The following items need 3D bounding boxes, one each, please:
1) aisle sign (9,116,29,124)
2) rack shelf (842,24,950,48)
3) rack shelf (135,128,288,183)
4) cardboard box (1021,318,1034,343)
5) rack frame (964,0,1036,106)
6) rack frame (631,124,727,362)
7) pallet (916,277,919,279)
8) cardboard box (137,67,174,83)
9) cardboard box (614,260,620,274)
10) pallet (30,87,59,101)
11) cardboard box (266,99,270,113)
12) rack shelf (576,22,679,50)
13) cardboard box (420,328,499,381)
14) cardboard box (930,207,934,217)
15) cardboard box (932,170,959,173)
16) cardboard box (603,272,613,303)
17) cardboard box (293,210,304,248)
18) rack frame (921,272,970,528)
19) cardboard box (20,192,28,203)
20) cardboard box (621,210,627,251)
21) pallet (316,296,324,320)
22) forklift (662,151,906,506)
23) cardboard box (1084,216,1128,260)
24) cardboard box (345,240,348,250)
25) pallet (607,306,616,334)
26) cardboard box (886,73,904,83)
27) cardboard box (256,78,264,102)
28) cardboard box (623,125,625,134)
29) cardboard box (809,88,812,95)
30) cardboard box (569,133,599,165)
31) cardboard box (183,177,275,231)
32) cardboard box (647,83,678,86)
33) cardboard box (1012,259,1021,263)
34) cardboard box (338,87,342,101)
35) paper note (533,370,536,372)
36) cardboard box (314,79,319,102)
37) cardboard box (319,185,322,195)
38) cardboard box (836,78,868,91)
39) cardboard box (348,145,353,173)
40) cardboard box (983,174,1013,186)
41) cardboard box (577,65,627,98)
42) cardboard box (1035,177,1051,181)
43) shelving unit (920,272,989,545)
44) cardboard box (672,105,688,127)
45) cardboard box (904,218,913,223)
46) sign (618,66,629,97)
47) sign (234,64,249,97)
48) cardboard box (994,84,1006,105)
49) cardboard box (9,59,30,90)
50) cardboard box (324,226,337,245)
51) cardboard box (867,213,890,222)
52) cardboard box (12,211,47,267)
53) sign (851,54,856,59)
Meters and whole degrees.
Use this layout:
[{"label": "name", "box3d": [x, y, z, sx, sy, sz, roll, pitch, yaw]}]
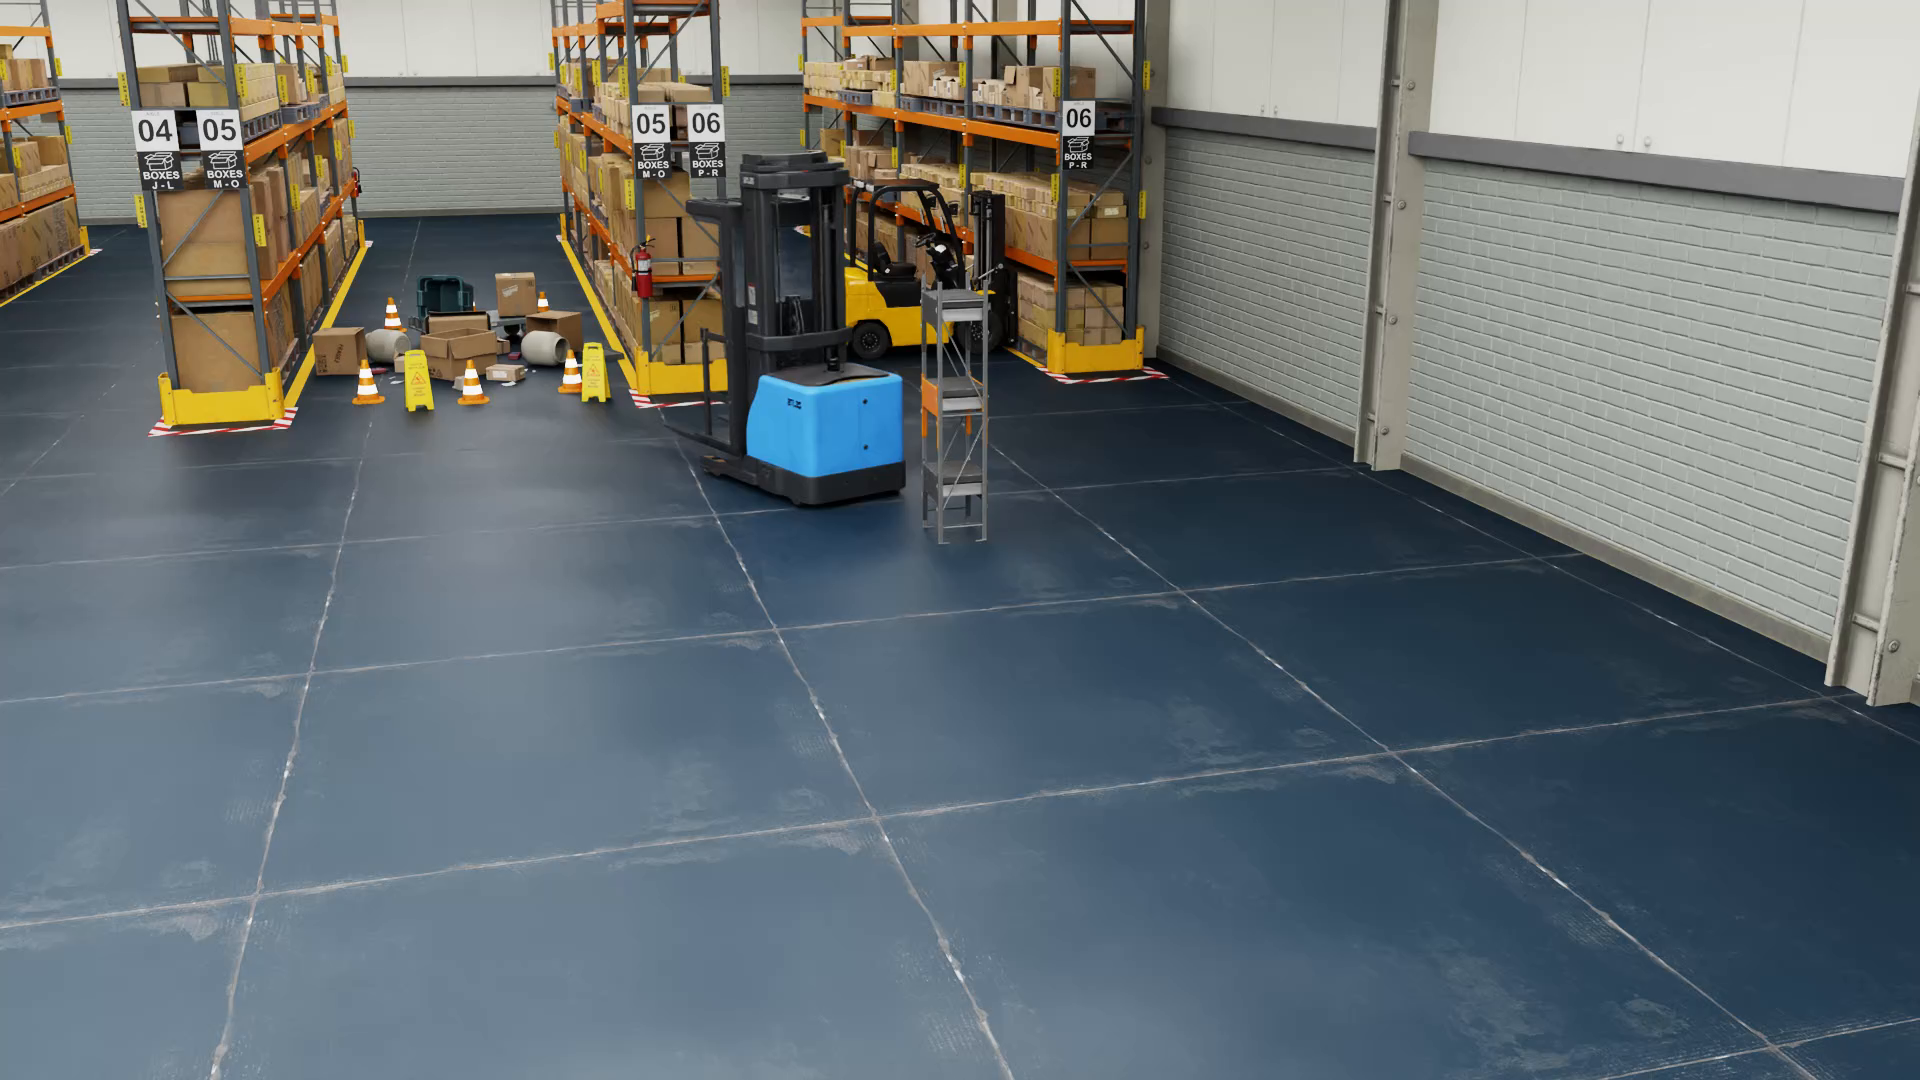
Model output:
[{"label": "aisle sign", "box3d": [-17.349, -8.039, 30.480, 0.394, 0.787, 0.004, -5, 17, -15]}, {"label": "rack shelf", "box3d": [-1.092, -8.652, 28.558, 1.077, 0.370, 4.000, -5, 17, -15]}, {"label": "rack shelf", "box3d": [-8.396, -4.381, 18.860, 1.077, 0.370, 4.000, -5, 17, -15]}, {"label": "cardboard box", "box3d": [1.096, -2.676, 21.197, 0.500, 0.250, 0.500, -5, 17, -15]}, {"label": "rack frame", "box3d": [0.557, -7.528, 22.872, 1.000, 3.000, 0.127, -5, 17, -15]}, {"label": "rack frame", "box3d": [-3.115, -3.155, 18.742, 1.000, 3.000, 0.127, -5, 17, -15]}, {"label": "pallet", "box3d": [-0.353, -4.195, 27.051, 1.003, 0.211, 1.213, -5, 17, -15]}, {"label": "cardboard box", "box3d": [-8.265, -4.749, 16.982, 0.380, 0.149, 0.250, -5, 17, -15]}, {"label": "cardboard box", "box3d": [-4.335, -3.592, 21.814, 0.380, 0.149, 0.250, -4, 17, -14]}, {"label": "pallet", "box3d": [-16.826, -7.987, 29.768, 1.003, 0.211, 1.213, -5, 17, -15]}, {"label": "cardboard box", "box3d": [-8.259, -5.051, 19.373, 0.380, 0.149, 0.250, -4, 17, -14]}, {"label": "rack shelf", "box3d": [-4.764, -7.152, 23.565, 1.077, 0.370, 4.000, -5, 17, -15]}, {"label": "cardboard box", "box3d": [-6.032, -2.245, 20.052, 0.637, 0.503, 0.797, 11, 20, 32]}, {"label": "cardboard box", "box3d": [-0.232, -5.123, 25.552, 0.500, 0.250, 0.500, -4, 17, -13]}, {"label": "cardboard box", "box3d": [-0.208, -5.588, 25.540, 0.380, 0.149, 0.250, -5, 17, -15]}, {"label": "cardboard box", "box3d": [-4.754, -3.740, 24.526, 0.950, 0.372, 0.625, -4, 17, -13]}, {"label": "cardboard box", "box3d": [-8.832, -4.057, 21.570, 0.500, 0.500, 0.500, -4, 17, -15]}, {"label": "rack frame", "box3d": [-0.113, -1.119, 13.527, 0.400, 2.100, 0.015, -5, 17, -15]}, {"label": "cardboard box", "box3d": [-15.703, -5.679, 27.580, 0.380, 0.149, 0.250, -5, 17, -15]}, {"label": "cardboard box", "box3d": [-3.796, -3.751, 20.036, 0.500, 0.500, 0.500, -5, 17, -16]}, {"label": "pallet", "box3d": [-9.901, -3.389, 24.368, 1.003, 0.211, 1.213, -5, 17, -15]}, {"label": "forklift", "box3d": [-1.778, -2.062, 15.221, 1.130, 2.935, 3.031, -12, 21, -36]}, {"label": "cardboard box", "box3d": [1.788, -3.755, 20.567, 0.500, 0.500, 0.500, -4, 17, -13]}, {"label": "cardboard box", "box3d": [-10.936, -5.159, 29.121, 0.380, 0.149, 0.250, -4, 17, -13]}, {"label": "pallet", "box3d": [-4.430, -3.141, 23.543, 1.003, 0.211, 1.213, -5, 17, -15]}, {"label": "cardboard box", "box3d": [-1.013, -7.682, 27.648, 0.380, 0.149, 0.250, -5, 18, -17]}, {"label": "cardboard box", "box3d": [-8.149, -5.065, 18.724, 0.500, 0.250, 0.500, -5, 17, -16]}, {"label": "cardboard box", "box3d": [-3.807, -4.904, 19.788, 0.380, 0.149, 0.250, -5, 17, -17]}, {"label": "cardboard box", "box3d": [-2.876, -9.184, 34.035, 0.380, 0.149, 0.250, -4, 17, -14]}, {"label": "cardboard box", "box3d": [-6.568, -6.857, 29.153, 0.500, 0.500, 0.500, -4, 17, -15]}, {"label": "cardboard box", "box3d": [-8.174, -3.741, 18.554, 0.875, 0.550, 0.550, -5, 17, -15]}, {"label": "cardboard box", "box3d": [-3.787, -5.744, 21.198, 0.380, 0.149, 0.250, -4, 17, -14]}, {"label": "cardboard box", "box3d": [1.032, -3.758, 23.061, 0.500, 0.250, 0.500, -5, 17, -16]}, {"label": "cardboard box", "box3d": [-11.594, -8.143, 30.392, 0.500, 0.250, 0.500, -4, 17, -13]}, {"label": "paper note", "box3d": [-5.197, -2.061, 20.295, 0.032, 0.001, 0.123, -5, 17, -15]}, {"label": "cardboard box", "box3d": [-10.233, -6.888, 25.780, 0.500, 0.500, 0.500, -5, 17, -15]}, {"label": "cardboard box", "box3d": [-10.340, -5.536, 26.374, 0.380, 0.149, 0.250, -4, 17, -15]}, {"label": "cardboard box", "box3d": [-2.015, -8.489, 31.027, 0.500, 0.250, 0.500, -5, 17, -15]}, {"label": "cardboard box", "box3d": [-11.873, -7.248, 31.676, 0.500, 0.500, 0.500, -4, 17, -14]}, {"label": "cardboard box", "box3d": [0.535, -4.981, 23.000, 0.380, 0.149, 0.250, -4, 17, -14]}, {"label": "cardboard box", "box3d": [-5.562, -7.148, 25.909, 0.797, 0.503, 0.637, -6, 18, -19]}, {"label": "cardboard box", "box3d": [1.231, -4.809, 22.430, 0.380, 0.149, 0.250, -5, 17, -16]}, {"label": "shelving unit", "box3d": [-0.045, -1.051, 13.302, 0.431, 2.100, 0.503, -5, 17, -15]}, {"label": "cardboard box", "box3d": [-2.997, -4.823, 18.822, 0.500, 0.250, 0.500, -5, 17, -16]}, {"label": "cardboard box", "box3d": [-0.792, -5.598, 29.363, 0.380, 0.149, 0.250, -5, 17, -15]}, {"label": "sign", "box3d": [-3.654, -4.977, 18.055, 0.100, 0.325, 0.005, -5, 17, -15]}, {"label": "sign", "box3d": [-7.311, -4.671, 16.918, 0.100, 0.325, 0.005, -5, 17, -15]}, {"label": "cardboard box", "box3d": [0.673, -5.842, 21.801, 0.396, 0.266, 0.258, -5, 17, -17]}, {"label": "cardboard box", "box3d": [-16.365, -7.941, 28.383, 0.700, 0.500, 0.500, -4, 17, -13]}, {"label": "cardboard box", "box3d": [-10.409, -4.944, 27.008, 0.500, 0.250, 0.500, -6, 18, -18]}, {"label": "cardboard box", "box3d": [-1.478, -5.847, 30.190, 0.380, 0.149, 0.250, -5, 17, -16]}, {"label": "cardboard box", "box3d": [-16.046, -5.063, 28.058, 0.875, 0.875, 0.875, -5, 17, -15]}, {"label": "sign", "box3d": [-2.201, -9.873, 34.354, 0.100, 0.325, 0.005, -5, 17, -15]}]
